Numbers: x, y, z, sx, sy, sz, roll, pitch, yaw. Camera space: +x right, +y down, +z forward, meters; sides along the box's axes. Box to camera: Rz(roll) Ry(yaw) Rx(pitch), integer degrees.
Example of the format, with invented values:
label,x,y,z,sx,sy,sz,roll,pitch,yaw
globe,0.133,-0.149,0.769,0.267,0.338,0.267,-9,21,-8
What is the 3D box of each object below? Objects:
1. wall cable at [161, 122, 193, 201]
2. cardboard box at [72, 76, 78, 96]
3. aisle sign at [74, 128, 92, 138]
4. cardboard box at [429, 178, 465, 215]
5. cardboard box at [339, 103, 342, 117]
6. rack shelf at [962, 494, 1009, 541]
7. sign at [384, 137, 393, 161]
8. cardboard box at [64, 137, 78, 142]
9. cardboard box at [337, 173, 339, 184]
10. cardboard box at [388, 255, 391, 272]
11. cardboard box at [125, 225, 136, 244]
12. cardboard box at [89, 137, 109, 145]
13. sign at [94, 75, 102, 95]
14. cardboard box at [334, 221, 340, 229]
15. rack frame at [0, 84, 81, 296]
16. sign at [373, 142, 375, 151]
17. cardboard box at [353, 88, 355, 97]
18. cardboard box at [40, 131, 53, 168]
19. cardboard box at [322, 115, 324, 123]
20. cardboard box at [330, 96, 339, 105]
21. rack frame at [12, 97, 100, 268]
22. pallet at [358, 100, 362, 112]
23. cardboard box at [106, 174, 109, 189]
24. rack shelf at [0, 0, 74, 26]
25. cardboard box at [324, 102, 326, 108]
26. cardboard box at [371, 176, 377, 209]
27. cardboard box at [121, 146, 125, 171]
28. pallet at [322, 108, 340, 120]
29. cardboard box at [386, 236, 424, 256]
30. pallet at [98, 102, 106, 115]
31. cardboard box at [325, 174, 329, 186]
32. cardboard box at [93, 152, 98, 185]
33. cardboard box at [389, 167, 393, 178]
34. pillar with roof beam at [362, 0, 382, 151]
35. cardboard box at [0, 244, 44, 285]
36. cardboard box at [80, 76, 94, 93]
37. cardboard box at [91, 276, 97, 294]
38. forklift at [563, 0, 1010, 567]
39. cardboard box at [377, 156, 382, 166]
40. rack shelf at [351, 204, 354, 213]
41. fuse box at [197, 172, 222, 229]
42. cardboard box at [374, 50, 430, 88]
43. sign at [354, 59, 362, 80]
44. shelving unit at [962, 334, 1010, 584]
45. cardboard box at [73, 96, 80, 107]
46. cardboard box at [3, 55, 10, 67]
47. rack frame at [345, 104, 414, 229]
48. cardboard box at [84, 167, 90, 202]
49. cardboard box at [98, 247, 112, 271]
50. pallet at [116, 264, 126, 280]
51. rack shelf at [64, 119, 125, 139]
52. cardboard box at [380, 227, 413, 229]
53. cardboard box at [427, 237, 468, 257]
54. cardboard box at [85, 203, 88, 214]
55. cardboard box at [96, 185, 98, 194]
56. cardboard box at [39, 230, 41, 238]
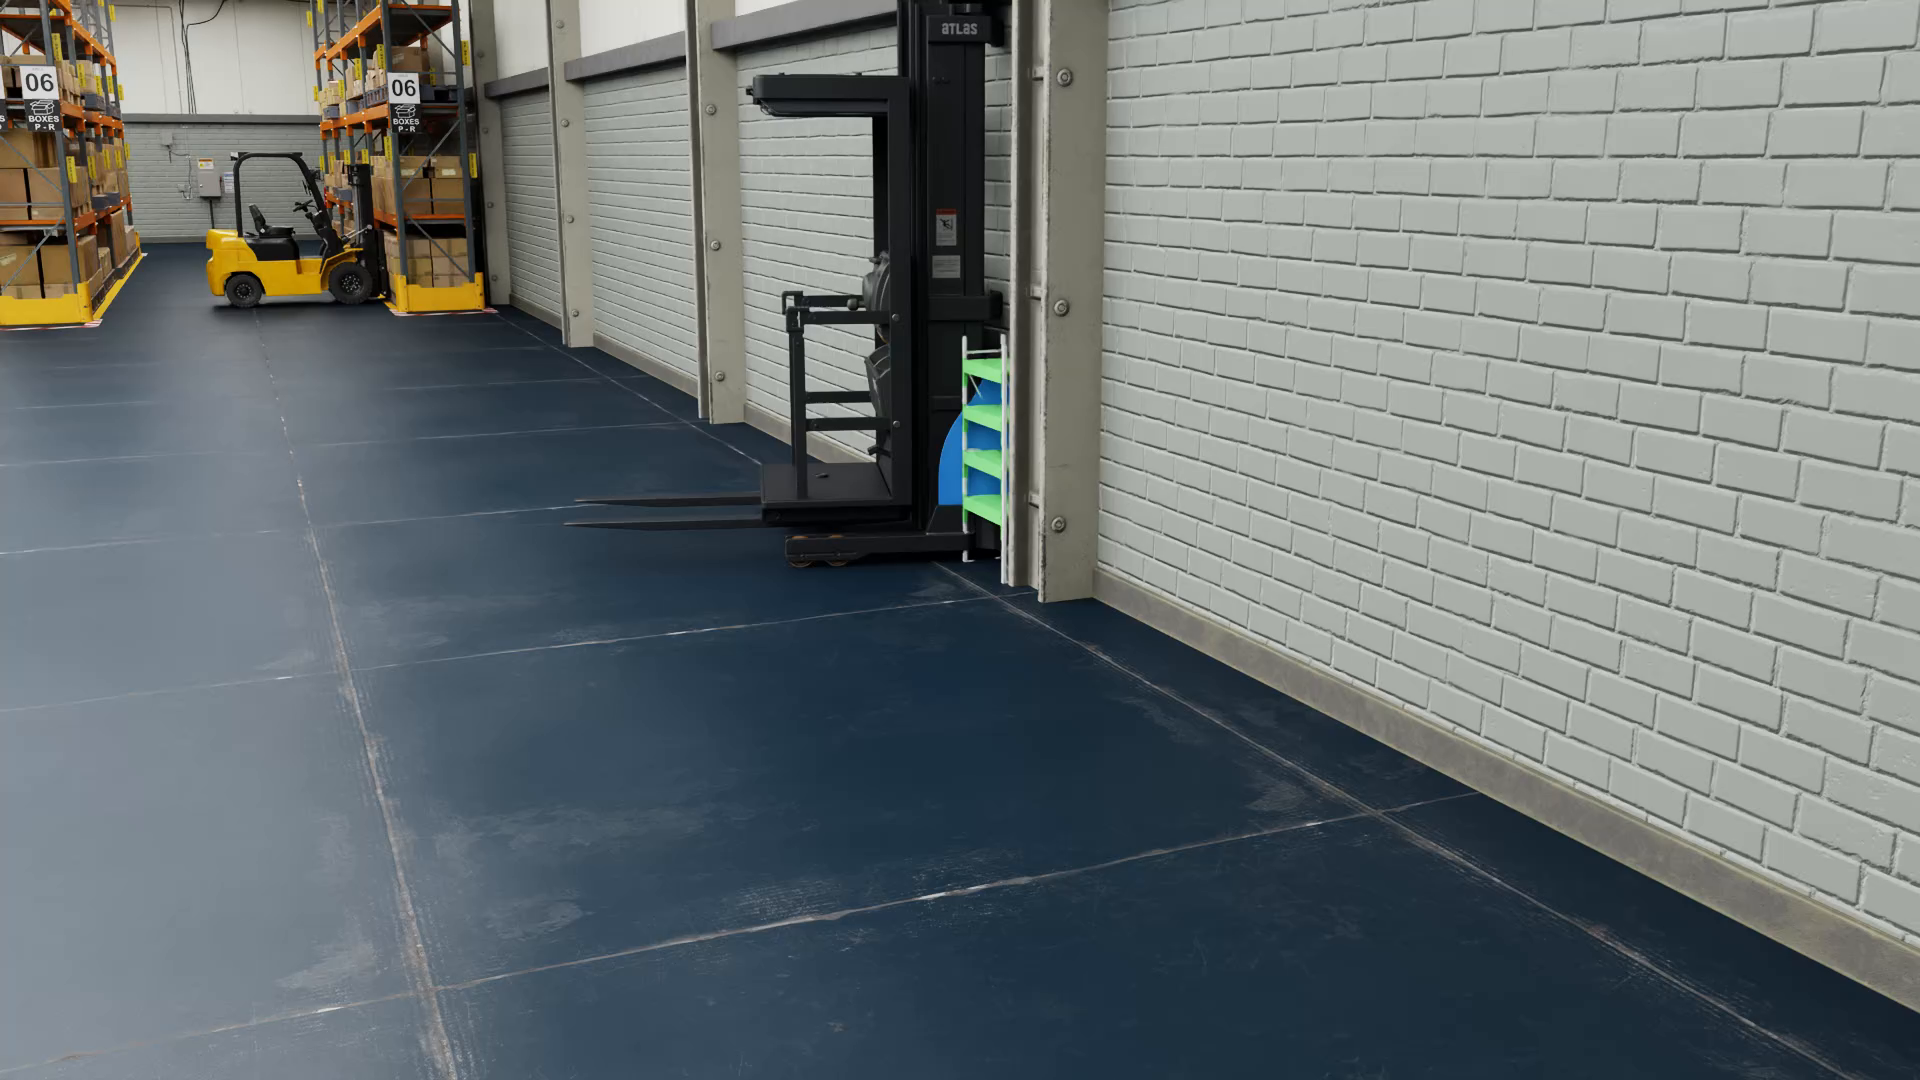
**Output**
label,x,y,z,sx,sy,sz,roll,pitch,yaw
wall cable,-19.237,-9.350,40.863,0.588,1.984,0.122,-6,14,-23
cardboard box,-12.818,-6.444,23.583,0.500,0.250,0.500,-6,14,-24
aisle sign,-18.546,-8.817,35.047,0.394,0.787,0.004,-6,14,-23
cardboard box,-7.240,-4.881,23.586,0.500,0.500,0.500,-5,14,-21
cardboard box,-11.331,-8.037,31.125,0.500,0.250,0.500,-6,14,-23
rack shelf,0.225,-0.129,8.609,0.258,0.148,0.480,-6,15,-23
sign,-7.799,-5.338,22.690,0.100,0.325,0.005,-6,14,-23
cardboard box,-17.064,-7.622,31.772,0.380,0.149,0.250,-6,14,-24
cardboard box,-11.898,-7.002,32.337,0.396,0.266,0.258,-5,14,-20
cardboard box,-7.968,-3.991,24.018,0.500,0.250,0.500,-6,14,-24
cardboard box,-17.896,-6.391,35.081,0.875,0.438,0.875,-6,14,-25
cardboard box,-16.538,-7.676,32.004,0.380,0.149,0.250,-6,14,-24
sign,-14.549,-7.671,28.061,0.100,0.325,0.005,-6,14,-23
cardboard box,-13.240,-6.682,36.203,0.700,0.500,0.500,-5,14,-21
rack frame,-11.842,-4.256,21.107,1.000,3.000,0.127,-6,14,-23
sign,-13.189,-8.775,37.362,0.100,0.325,0.005,-6,14,-23
cardboard box,-9.926,-7.483,27.801,0.380,0.149,0.250,-6,14,-24
cardboard box,-12.814,-5.340,22.689,0.700,0.500,0.500,-6,14,-23
cardboard box,-13.569,-9.096,35.922,0.380,0.149,0.250,-5,14,-22
cardboard box,-11.843,-8.415,31.828,0.380,0.149,0.250,-5,14,-22
rack frame,-13.445,-5.082,24.677,1.000,3.000,0.127,-6,14,-23
pallet,-9.696,-7.364,28.303,1.003,0.211,1.213,-5,14,-20
cardboard box,-15.024,-6.206,28.757,0.500,0.250,0.500,-6,14,-23
rack shelf,-12.644,-7.240,22.297,1.077,0.370,4.000,-6,14,-23
cardboard box,-13.133,-9.113,35.112,0.500,0.250,0.500,-6,14,-24
cardboard box,-8.960,-5.465,26.108,0.500,0.500,0.500,-6,14,-25
cardboard box,-17.409,-7.812,34.030,0.500,0.500,0.500,-6,14,-23
pallet,-11.906,-8.413,32.832,1.213,0.211,1.003,-6,14,-23
cardboard box,-7.976,-4.229,23.940,0.500,0.250,0.500,-5,14,-22
pallet,-15.354,-7.406,28.485,1.213,0.211,1.003,-5,14,-20
cardboard box,-13.770,-7.965,36.803,0.500,0.250,0.500,-6,14,-23
cardboard box,-13.571,-5.707,25.562,0.500,0.500,0.500,-6,14,-23
cardboard box,-7.821,-5.166,23.379,0.380,0.149,0.250,-5,14,-22
pillar with roof beam,-17.904,-11.183,37.732,9.100,9.000,0.400,-6,14,-23
cardboard box,-12.402,-3.628,21.898,0.500,0.500,0.500,-6,14,-23
cardboard box,-13.311,-6.832,24.987,0.500,0.250,0.500,-6,14,-25
cardboard box,-12.340,-3.530,23.138,0.500,0.250,0.500,-5,14,-19
forklift,-0.625,-1.410,8.963,3.031,2.935,1.130,-2,13,-7
cardboard box,-8.607,-5.737,25.186,0.380,0.149,0.250,-6,14,-24
rack shelf,-9.699,-5.594,28.484,1.077,0.370,4.000,-6,14,-23
fuse box,-18.549,-8.256,41.248,0.539,1.711,0.414,-6,14,-23
cardboard box,-8.015,-6.759,23.892,0.700,0.500,0.500,-6,14,-23
sign,-9.391,-7.347,25.965,0.100,0.325,0.005,-6,14,-23
shelving unit,0.224,-0.425,8.539,0.258,1.200,0.503,-6,15,-23
cardboard box,-13.038,-6.384,24.205,0.380,0.149,0.250,-6,14,-23
cardboard box,-12.316,-6.083,21.139,0.380,0.149,0.250,-5,14,-22
rack frame,-10.500,-6.358,30.188,1.000,3.000,0.127,-6,14,-23
cardboard box,-12.826,-5.101,23.876,0.500,0.500,0.500,-5,14,-21
cardboard box,-14.830,-4.716,27.989,0.950,0.372,0.625,-7,15,-27
pallet,-15.294,-4.720,29.295,1.003,0.211,1.213,-6,14,-23
rack shelf,-17.450,-8.259,33.347,1.077,0.370,4.000,-6,14,-23
cardboard box,-10.263,-5.276,29.847,0.875,0.625,0.625,-5,14,-21
cardboard box,-7.315,-4.174,23.700,0.500,0.250,0.500,-6,14,-24
cardboard box,-12.627,-4.712,23.632,0.380,0.149,0.250,-6,14,-24
cardboard box,-13.814,-5.520,26.192,0.380,0.149,0.250,-6,14,-23
cardboard box,-13.253,-4.345,23.557,0.380,0.149,0.250,-5,14,-21
